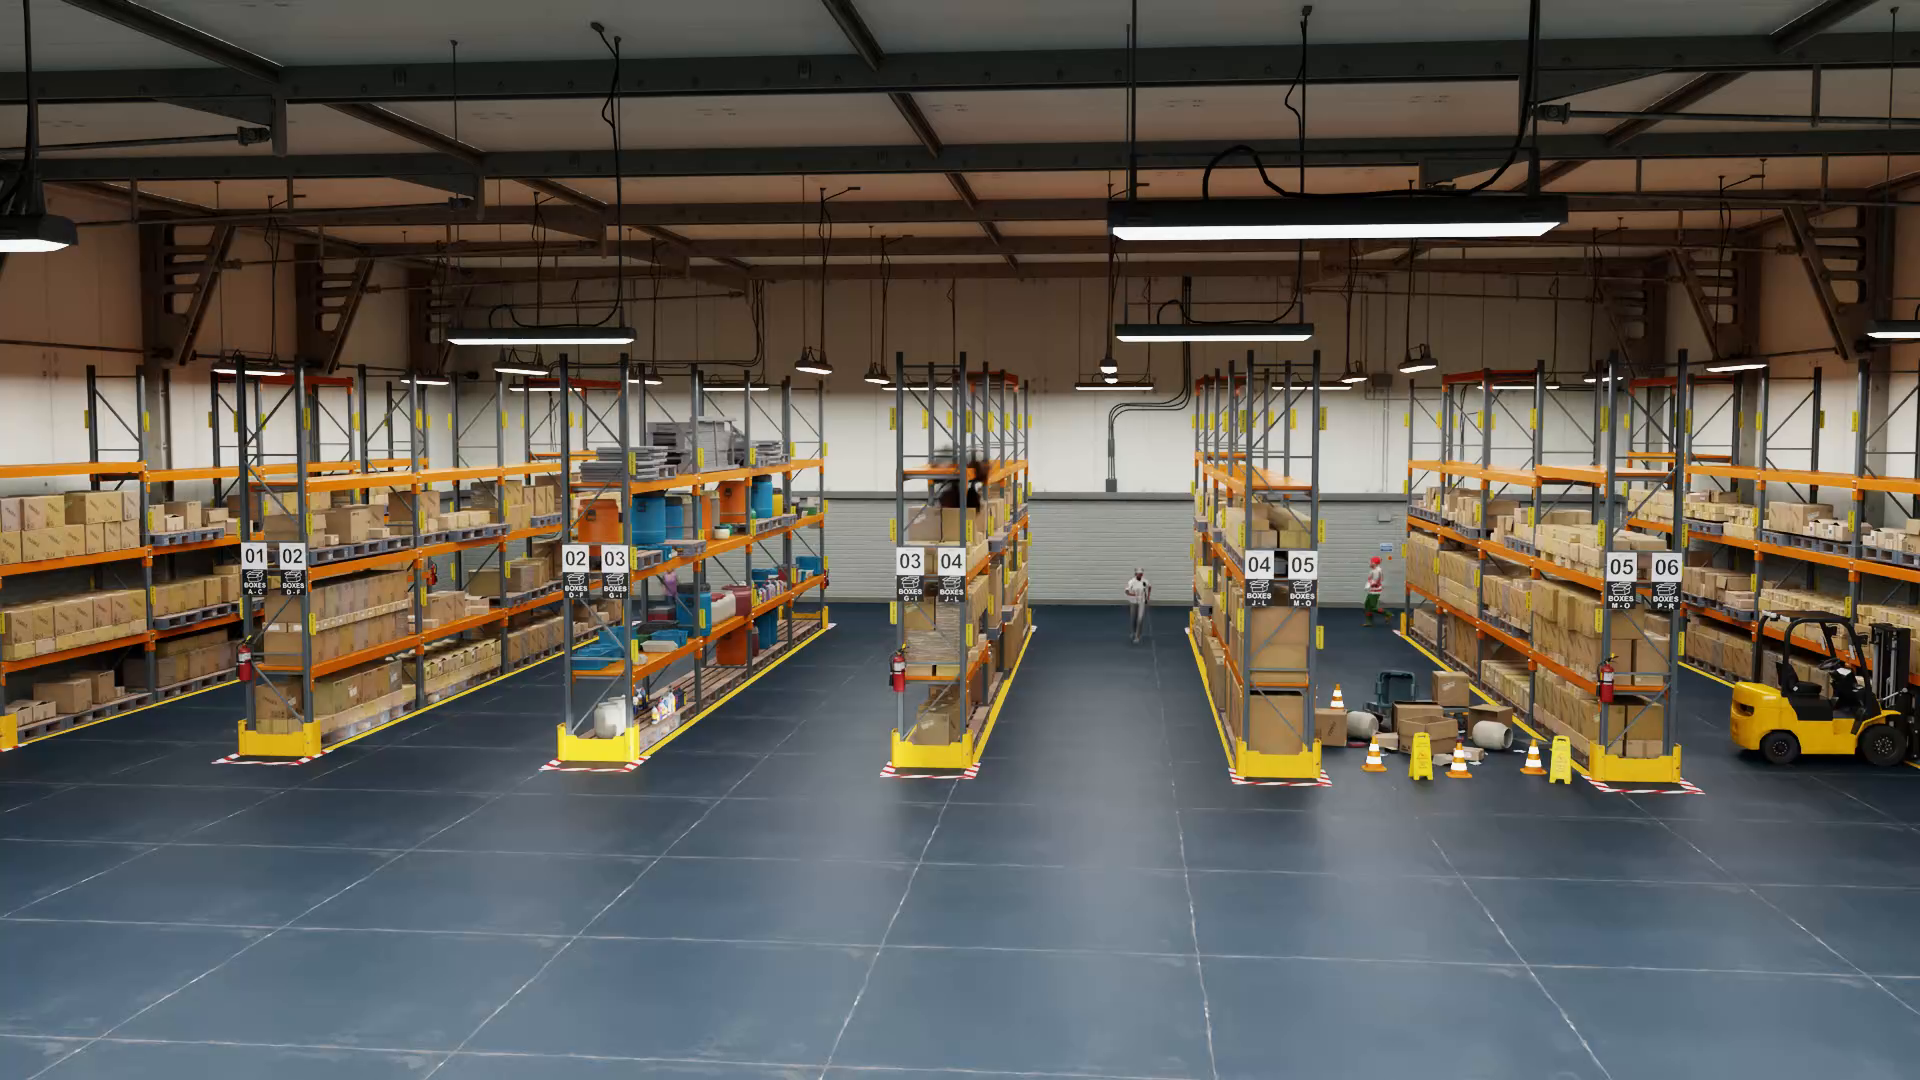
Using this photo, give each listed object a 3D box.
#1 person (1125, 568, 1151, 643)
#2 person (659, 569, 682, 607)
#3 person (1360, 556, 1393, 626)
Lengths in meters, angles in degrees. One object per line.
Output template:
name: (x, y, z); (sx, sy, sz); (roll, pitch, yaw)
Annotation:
person: (4.067, 1.471, 37.976); (0.567, 1.725, 0.873); (1, 4, 11)
person: (-6.989, 1.364, 40.175); (0.536, 1.627, 0.683); (-1, 4, -15)
person: (10.139, 1.274, 40.457); (0.800, 1.748, 0.709); (1, 4, 20)
